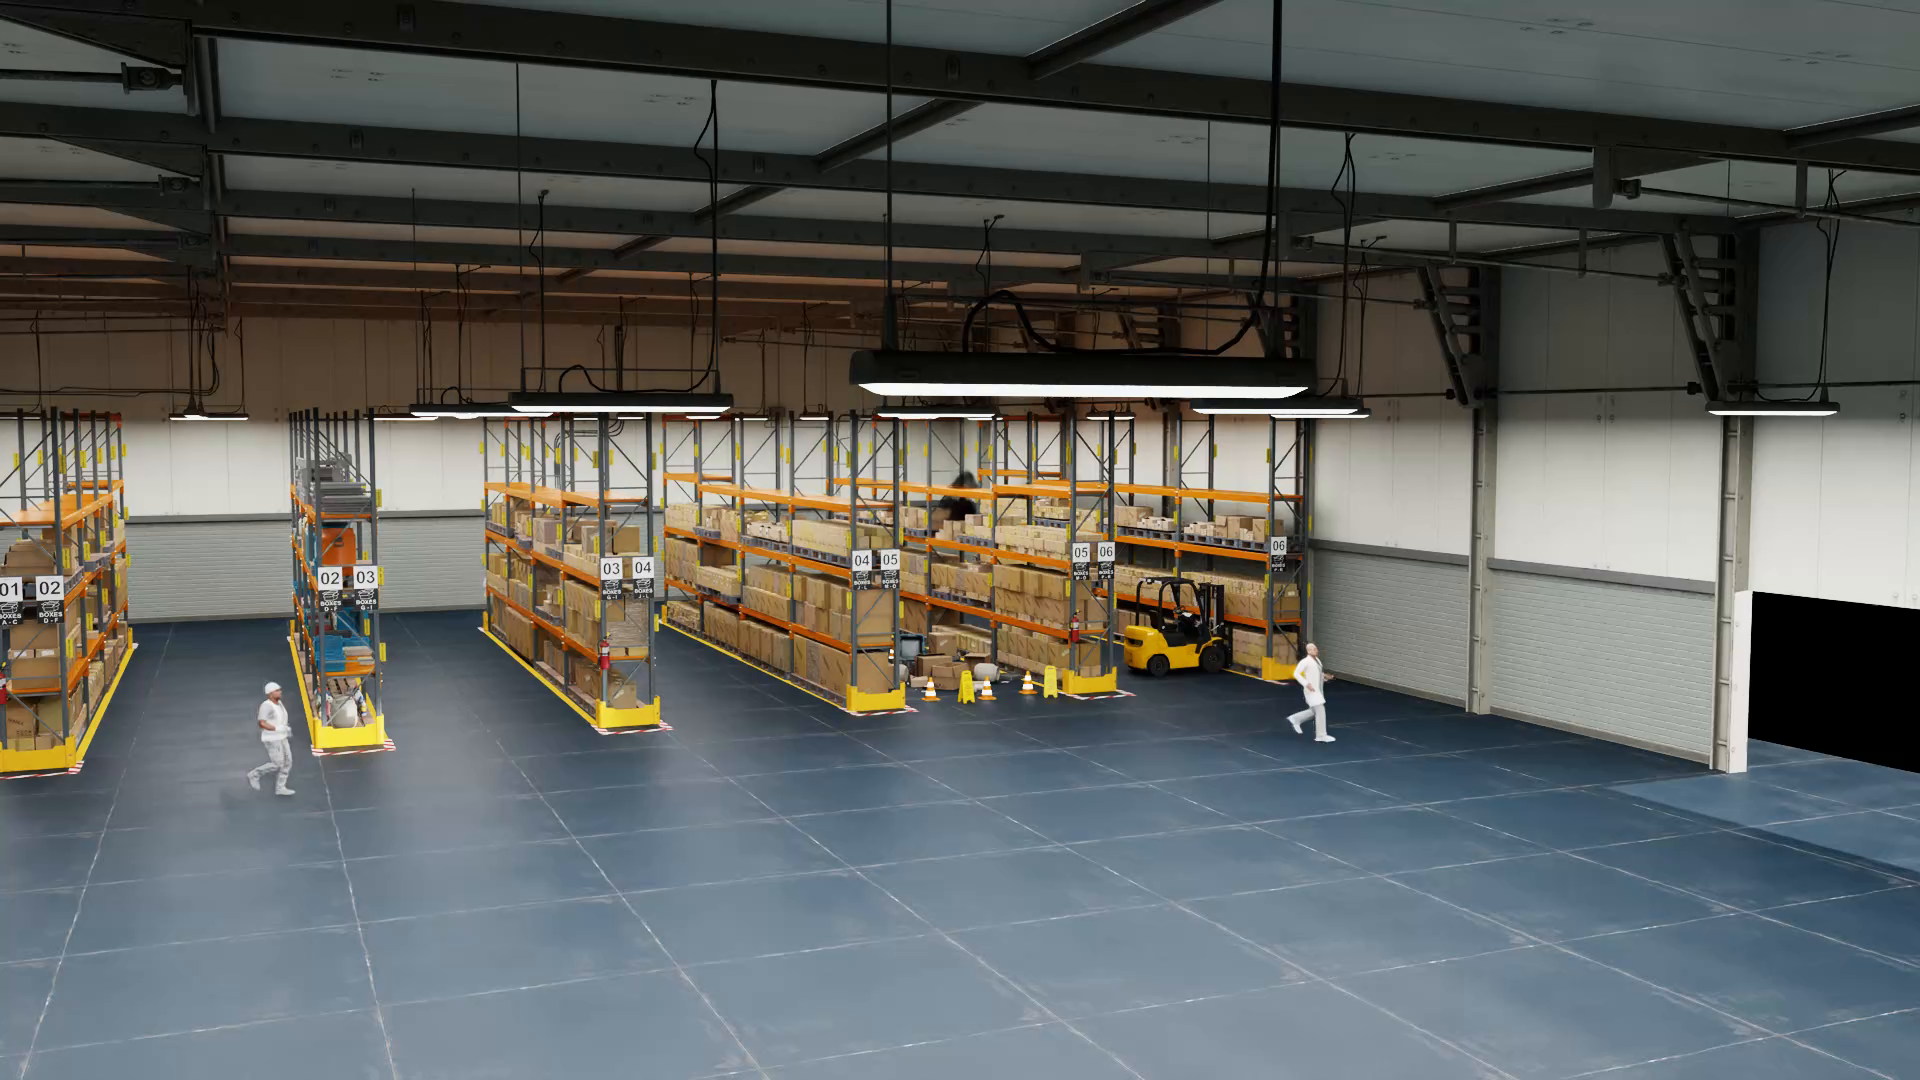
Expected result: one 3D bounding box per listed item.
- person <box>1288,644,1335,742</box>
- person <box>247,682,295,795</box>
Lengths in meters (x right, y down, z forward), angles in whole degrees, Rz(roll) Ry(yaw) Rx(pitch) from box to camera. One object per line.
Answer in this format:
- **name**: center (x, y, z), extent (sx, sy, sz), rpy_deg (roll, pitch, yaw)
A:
- **person**: center (6.344, 2.741, 30.011), extent (0.963, 1.751, 0.720), rpy_deg (3, 5, 37)
- **person**: center (-10.587, 3.056, 25.580), extent (0.704, 1.743, 0.687), rpy_deg (0, 4, -2)
